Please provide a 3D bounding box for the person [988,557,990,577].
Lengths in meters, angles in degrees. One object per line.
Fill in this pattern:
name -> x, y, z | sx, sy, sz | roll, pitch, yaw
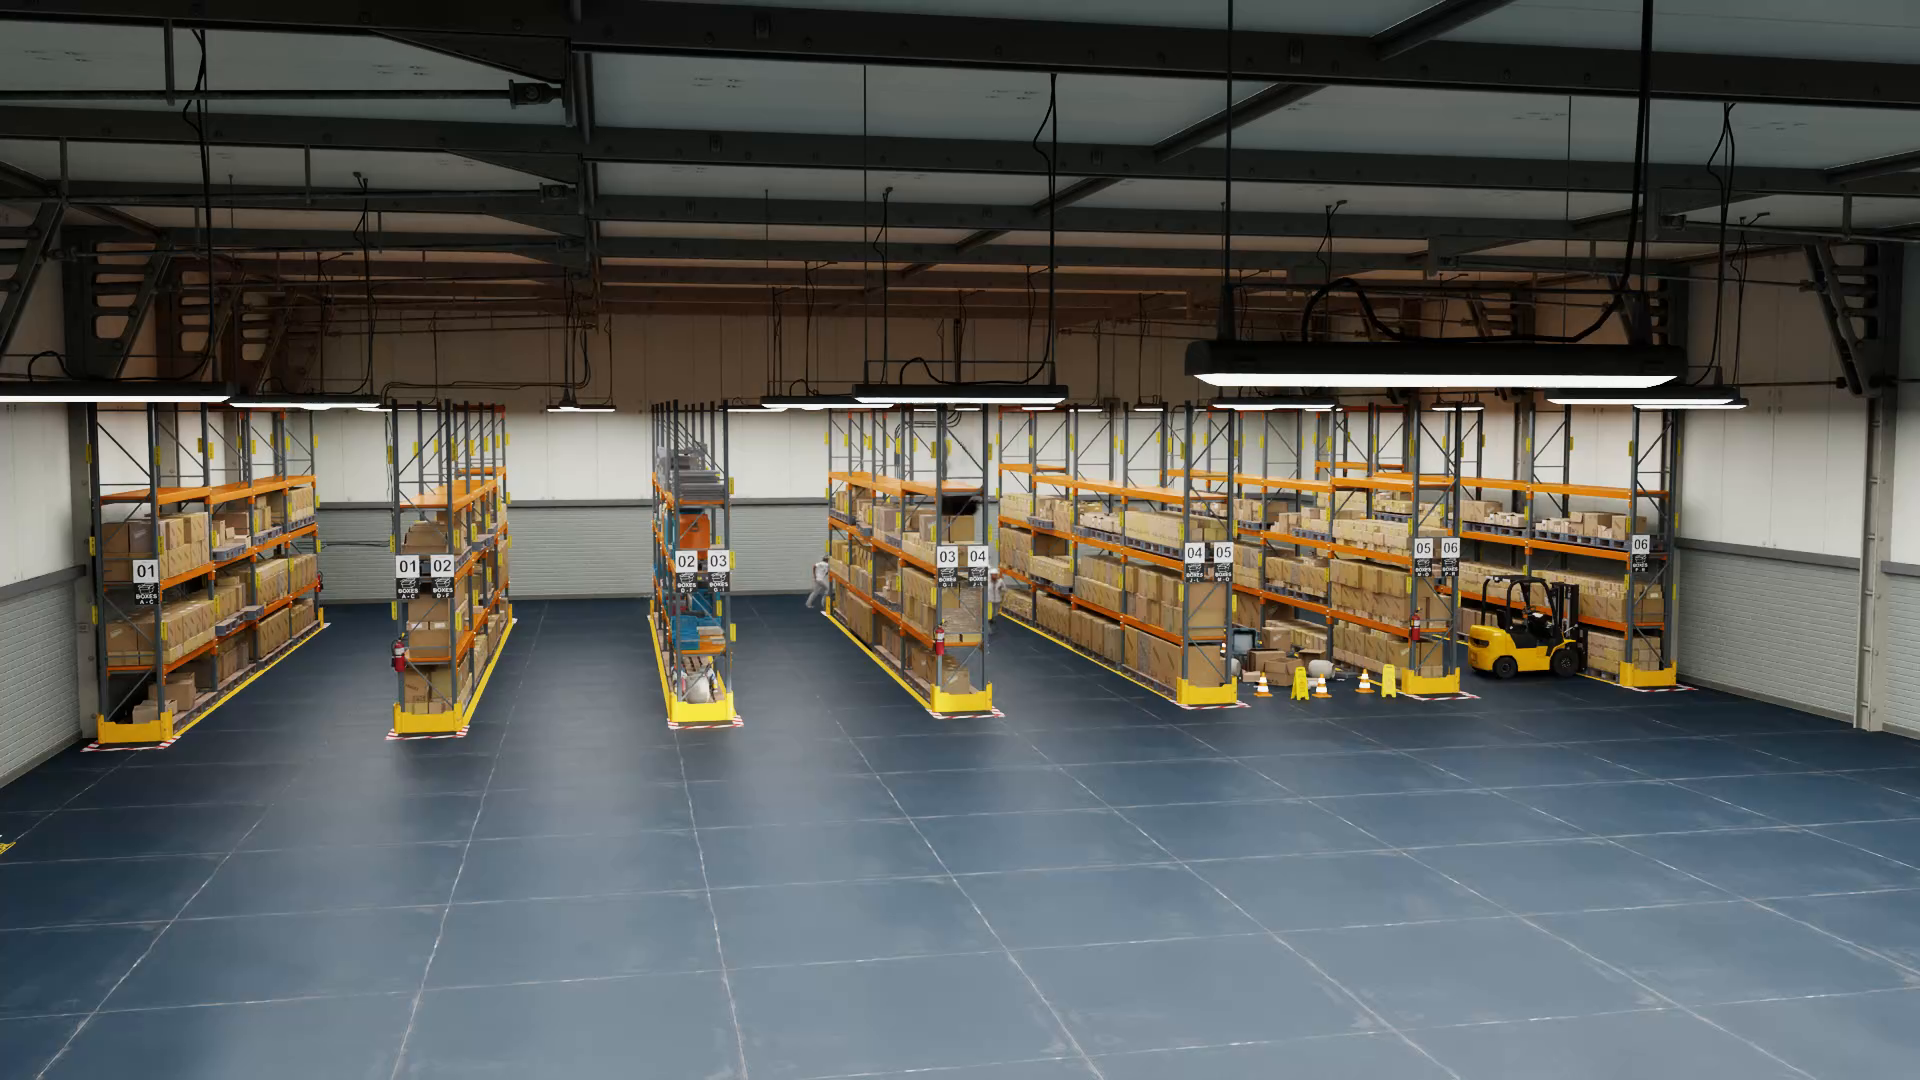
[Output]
person -> 0.587, 1.199, 49.305 | 0.509, 1.613, 0.662 | -3, 5, -31

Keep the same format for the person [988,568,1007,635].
person -> 0.874, 1.590, 43.320 | 0.647, 1.742, 0.923 | -1, 4, -10

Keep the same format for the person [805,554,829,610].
person -> -4.148, 1.223, 48.810 | 0.796, 1.642, 0.529 | 0, 4, -4

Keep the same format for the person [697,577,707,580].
person -> -7.471, 1.265, 48.232 | 0.861, 1.667, 0.641 | 1, 4, 13
